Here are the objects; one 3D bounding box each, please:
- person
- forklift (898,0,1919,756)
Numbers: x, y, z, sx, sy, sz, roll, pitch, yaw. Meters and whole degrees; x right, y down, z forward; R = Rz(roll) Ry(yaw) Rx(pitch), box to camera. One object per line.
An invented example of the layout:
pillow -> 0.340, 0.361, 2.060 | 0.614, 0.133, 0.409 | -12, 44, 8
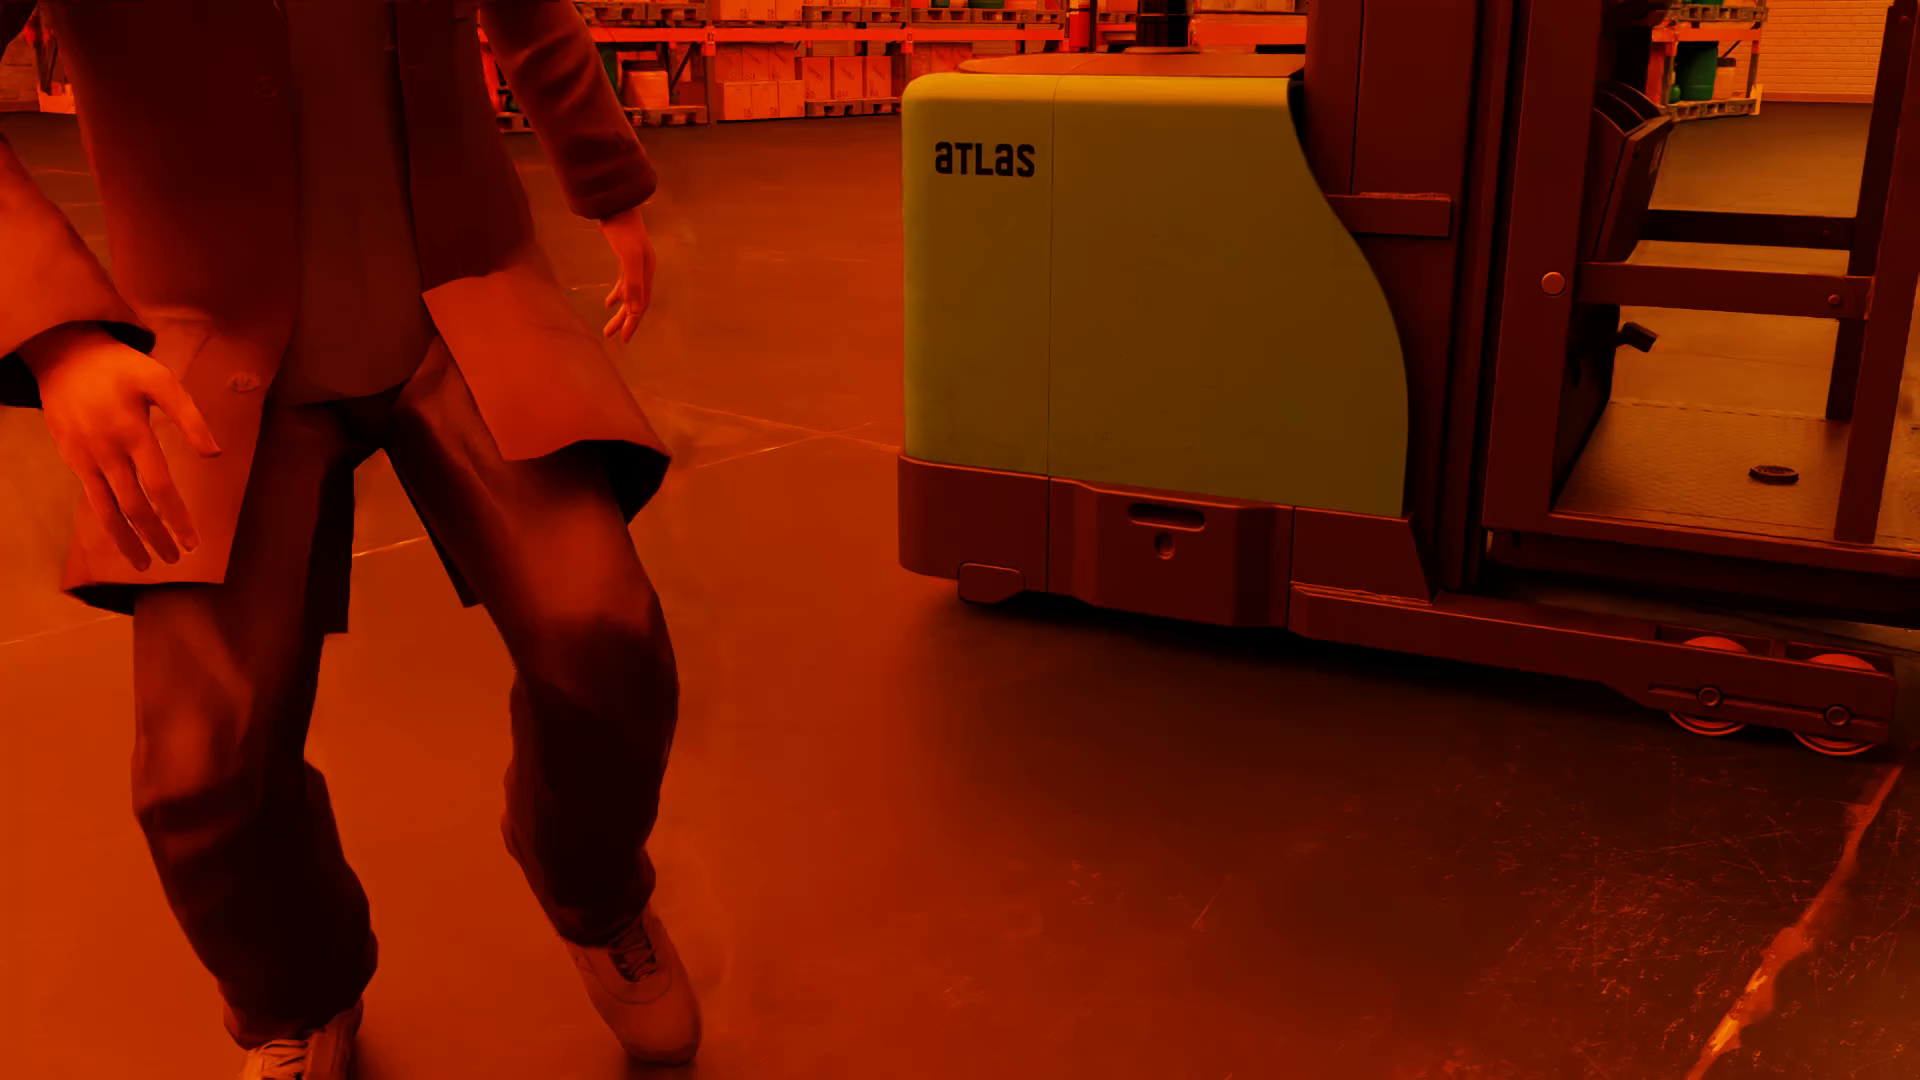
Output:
person -> -0.600, -0.184, 1.667 | 0.823, 1.690, 0.696 | -9, 19, -27
forklift -> 1.426, -1.220, 2.914 | 3.031, 2.935, 1.130 | 8, 19, 25
